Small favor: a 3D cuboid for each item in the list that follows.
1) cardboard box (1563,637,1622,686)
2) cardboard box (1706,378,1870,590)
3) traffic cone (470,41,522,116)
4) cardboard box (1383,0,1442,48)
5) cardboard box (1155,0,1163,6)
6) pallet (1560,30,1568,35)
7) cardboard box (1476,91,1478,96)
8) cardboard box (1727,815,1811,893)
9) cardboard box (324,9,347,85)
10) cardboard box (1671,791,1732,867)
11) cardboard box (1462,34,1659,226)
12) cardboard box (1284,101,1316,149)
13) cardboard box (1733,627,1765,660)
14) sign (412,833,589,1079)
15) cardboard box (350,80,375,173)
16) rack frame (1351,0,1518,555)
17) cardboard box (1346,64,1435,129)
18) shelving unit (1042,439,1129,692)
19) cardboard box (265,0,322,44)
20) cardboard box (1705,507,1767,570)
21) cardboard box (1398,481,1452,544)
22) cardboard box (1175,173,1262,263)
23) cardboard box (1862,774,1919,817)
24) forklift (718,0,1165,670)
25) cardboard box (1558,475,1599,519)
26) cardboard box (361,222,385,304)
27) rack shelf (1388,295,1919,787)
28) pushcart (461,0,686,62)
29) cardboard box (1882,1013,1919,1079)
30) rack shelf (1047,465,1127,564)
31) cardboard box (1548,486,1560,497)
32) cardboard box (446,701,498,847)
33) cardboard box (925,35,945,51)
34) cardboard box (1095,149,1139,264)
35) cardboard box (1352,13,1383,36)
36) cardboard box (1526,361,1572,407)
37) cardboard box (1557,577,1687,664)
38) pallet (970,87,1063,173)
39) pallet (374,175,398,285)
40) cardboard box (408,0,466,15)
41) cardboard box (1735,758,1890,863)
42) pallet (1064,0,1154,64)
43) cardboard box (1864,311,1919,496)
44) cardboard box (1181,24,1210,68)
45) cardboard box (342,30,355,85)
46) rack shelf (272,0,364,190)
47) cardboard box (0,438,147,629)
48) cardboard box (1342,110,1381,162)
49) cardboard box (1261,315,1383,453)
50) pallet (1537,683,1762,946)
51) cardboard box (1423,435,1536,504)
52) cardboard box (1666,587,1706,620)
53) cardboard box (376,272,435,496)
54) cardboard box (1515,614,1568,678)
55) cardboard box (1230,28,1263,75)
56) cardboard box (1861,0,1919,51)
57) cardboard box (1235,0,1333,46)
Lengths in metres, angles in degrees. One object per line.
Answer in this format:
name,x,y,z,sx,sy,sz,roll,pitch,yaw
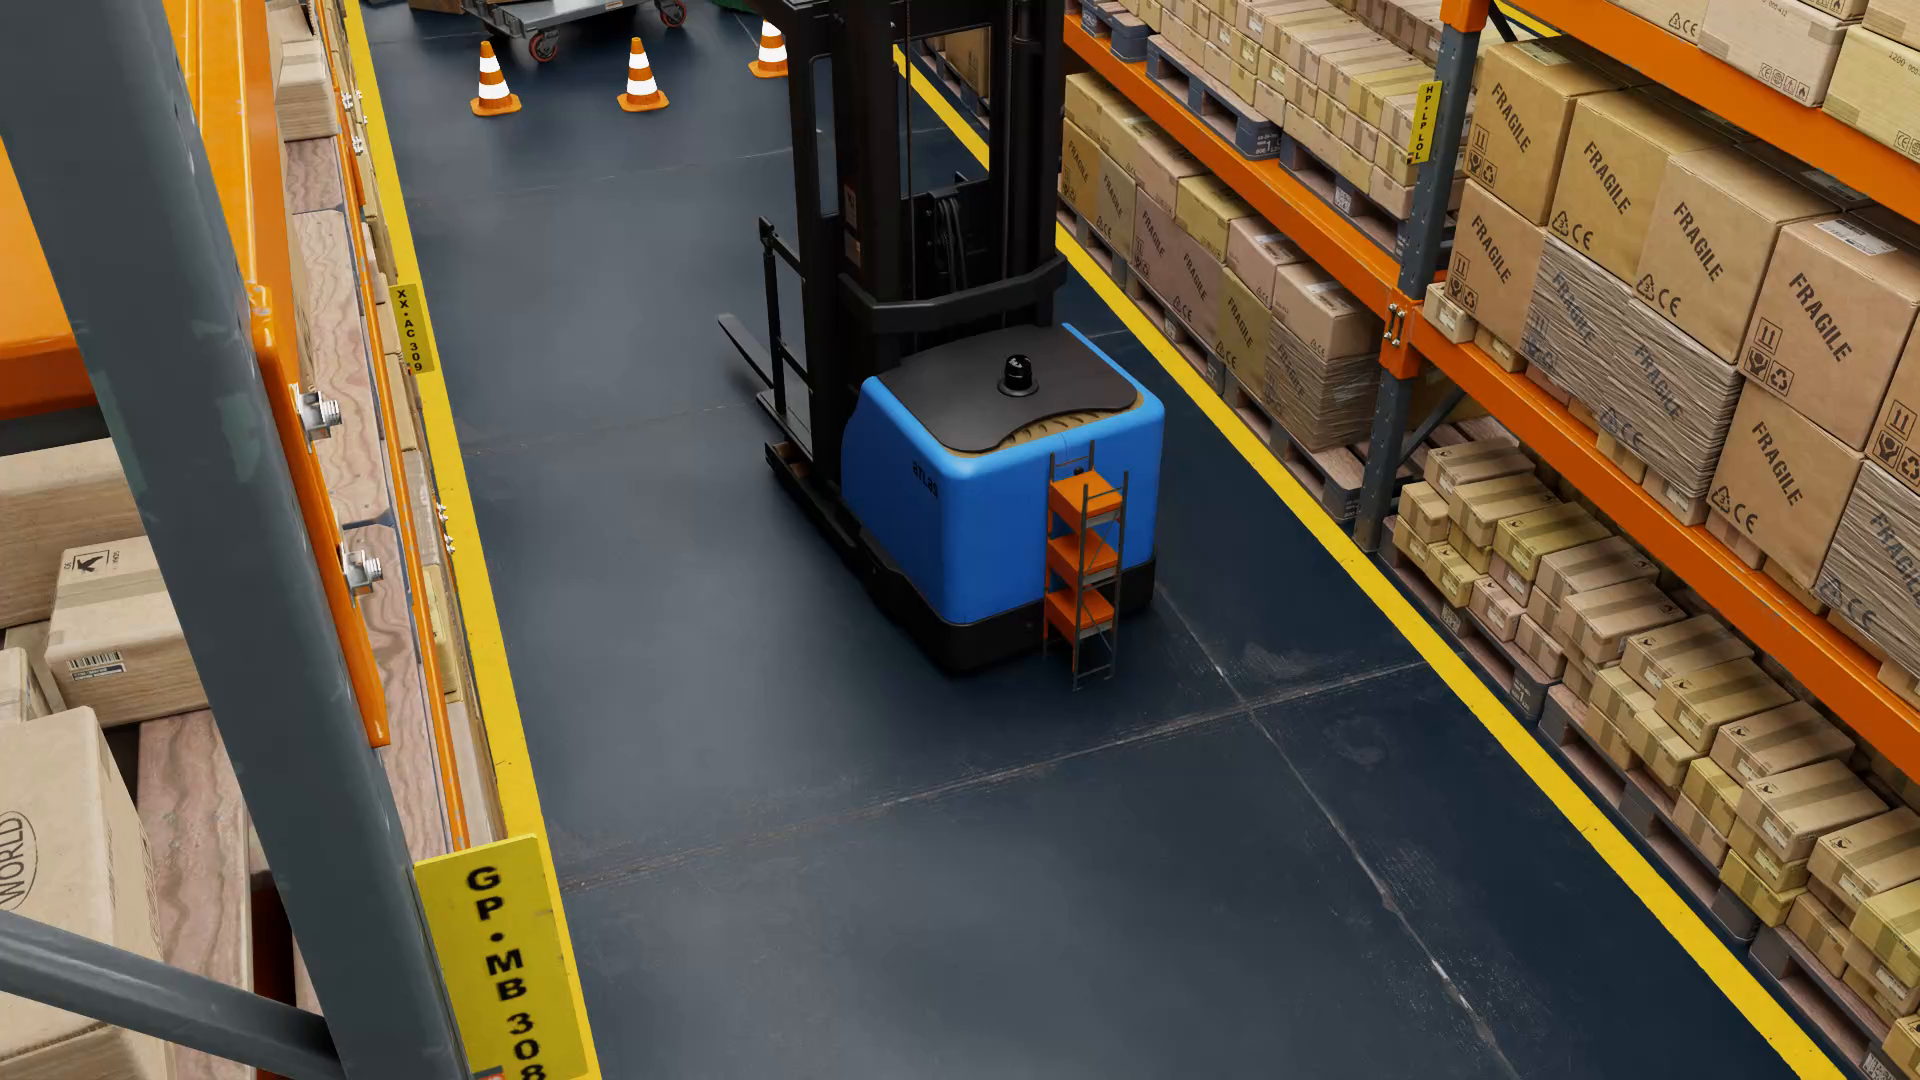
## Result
cardboard box,2.591,0.424,6.468,0.380,0.149,0.250,-11,38,-14
cardboard box,2.777,-0.227,5.228,0.500,0.500,0.500,-11,38,-14
traffic cone,-3.310,-3.281,11.721,0.336,0.463,0.334,-12,39,-16
cardboard box,2.252,-2.478,7.912,0.380,0.149,0.250,-13,39,-16
cardboard box,1.194,-2.953,8.790,0.380,0.149,0.250,-12,39,-16
pallet,5.363,-3.825,12.652,1.003,0.211,1.213,-12,39,-16
cardboard box,2.520,-1.917,7.415,0.380,0.149,0.250,-13,39,-17
cardboard box,2.871,1.022,5.673,0.380,0.149,0.250,-12,39,-15
cardboard box,-2.735,-1.789,6.718,0.500,0.500,0.500,-13,39,-17
cardboard box,2.802,0.991,5.961,0.380,0.149,0.250,-12,39,-15
cardboard box,2.242,-1.520,6.114,0.500,0.500,0.500,-12,38,-15
cardboard box,1.733,-1.948,7.702,0.380,0.149,0.250,-14,39,-18
cardboard box,3.200,0.335,6.339,0.380,0.149,0.250,-14,39,-18
sign,-0.398,0.384,1.462,0.100,0.325,0.005,-12,39,-16
cardboard box,-2.894,-1.790,7.342,0.500,0.250,0.500,-13,39,-17
rack frame,2.315,-1.267,6.940,1.000,3.000,0.127,-12,39,-16
cardboard box,1.900,-1.910,7.158,0.380,0.149,0.250,-14,39,-17
shelving unit,0.498,0.117,6.722,0.215,1.050,0.252,-18,41,-22
cardboard box,-1.778,-1.243,4.094,0.396,0.266,0.258,-11,38,-15
cardboard box,2.740,-0.064,5.550,0.380,0.149,0.250,-11,38,-14
cardboard box,2.139,-0.144,7.222,0.380,0.149,0.250,-11,38,-14
cardboard box,1.462,-1.693,8.610,0.500,0.250,0.500,-14,39,-18
cardboard box,3.377,0.911,5.820,0.380,0.149,0.250,-14,39,-18
forklift,-0.296,-1.500,7.306,1.130,2.935,3.031,-18,41,-22
cardboard box,2.807,-0.251,7.116,0.380,0.149,0.250,-12,39,-15
cardboard box,-1.893,-0.776,4.834,0.380,0.149,0.250,-13,39,-17
rack shelf,3.003,0.150,5.656,1.077,0.370,4.000,-12,39,-16
pushcart,-2.927,-4.158,12.956,1.648,0.377,0.936,-27,45,-31
cardboard box,3.131,1.585,5.173,0.380,0.149,0.250,-11,38,-15
rack shelf,0.498,-0.101,6.557,0.215,0.259,0.240,-18,41,-22
cardboard box,2.722,-0.303,7.433,0.380,0.149,0.250,-12,39,-15
cardboard box,-1.188,0.725,3.380,0.500,0.500,0.500,-13,39,-16
cardboard box,0.189,-4.178,12.324,1.050,0.750,0.750,-12,39,-16
cardboard box,1.119,-1.961,9.588,0.500,0.500,0.500,-12,39,-15
cardboard box,2.155,-2.512,8.204,0.380,0.149,0.250,-13,39,-17
cardboard box,2.405,-0.669,6.354,0.380,0.149,0.250,-14,39,-18
cardboard box,2.534,0.307,6.375,0.380,0.149,0.250,-12,39,-15
pallet,0.738,-2.874,11.390,1.003,0.211,1.213,-12,39,-16
pallet,-3.942,-1.773,9.928,1.003,0.211,1.213,-12,39,-16
cardboard box,-4.142,-4.594,13.432,0.500,0.500,0.500,12,39,16
cardboard box,2.856,0.906,5.581,0.380,0.149,0.250,-11,38,-14
pallet,1.284,-3.070,9.492,1.213,0.211,1.003,-12,39,-16
cardboard box,2.939,-0.351,4.562,0.500,0.500,0.500,-11,38,-14
cardboard box,1.361,-2.551,8.504,0.380,0.149,0.250,-12,39,-15
cardboard box,-4.617,-3.122,11.236,0.950,0.372,0.625,-10,38,-13
rack shelf,-2.986,-2.226,6.317,1.077,0.370,4.000,-12,39,-16
cardboard box,-1.390,-0.152,2.607,0.500,0.311,0.500,-12,39,-15
cardboard box,1.901,-1.786,7.241,0.380,0.149,0.250,-12,39,-16
cardboard box,1.824,-0.803,8.051,0.500,0.500,0.500,-13,39,-17
pallet,3.003,0.909,6.368,1.003,0.211,1.213,-12,39,-16
cardboard box,2.239,-0.297,7.177,0.380,0.149,0.250,-11,38,-14
cardboard box,3.036,0.297,6.636,0.380,0.149,0.250,-12,38,-15
cardboard box,-1.876,-0.415,4.894,0.500,0.500,0.500,-13,39,-16
cardboard box,2.499,0.389,6.761,0.380,0.149,0.250,-13,39,-17
cardboard box,1.536,-2.381,8.031,0.380,0.149,0.250,-12,39,-16
cardboard box,2.781,-1.419,4.357,0.500,0.250,0.500,-14,39,-18
cardboard box,1.546,-2.495,7.935,0.380,0.149,0.250,-14,39,-18
